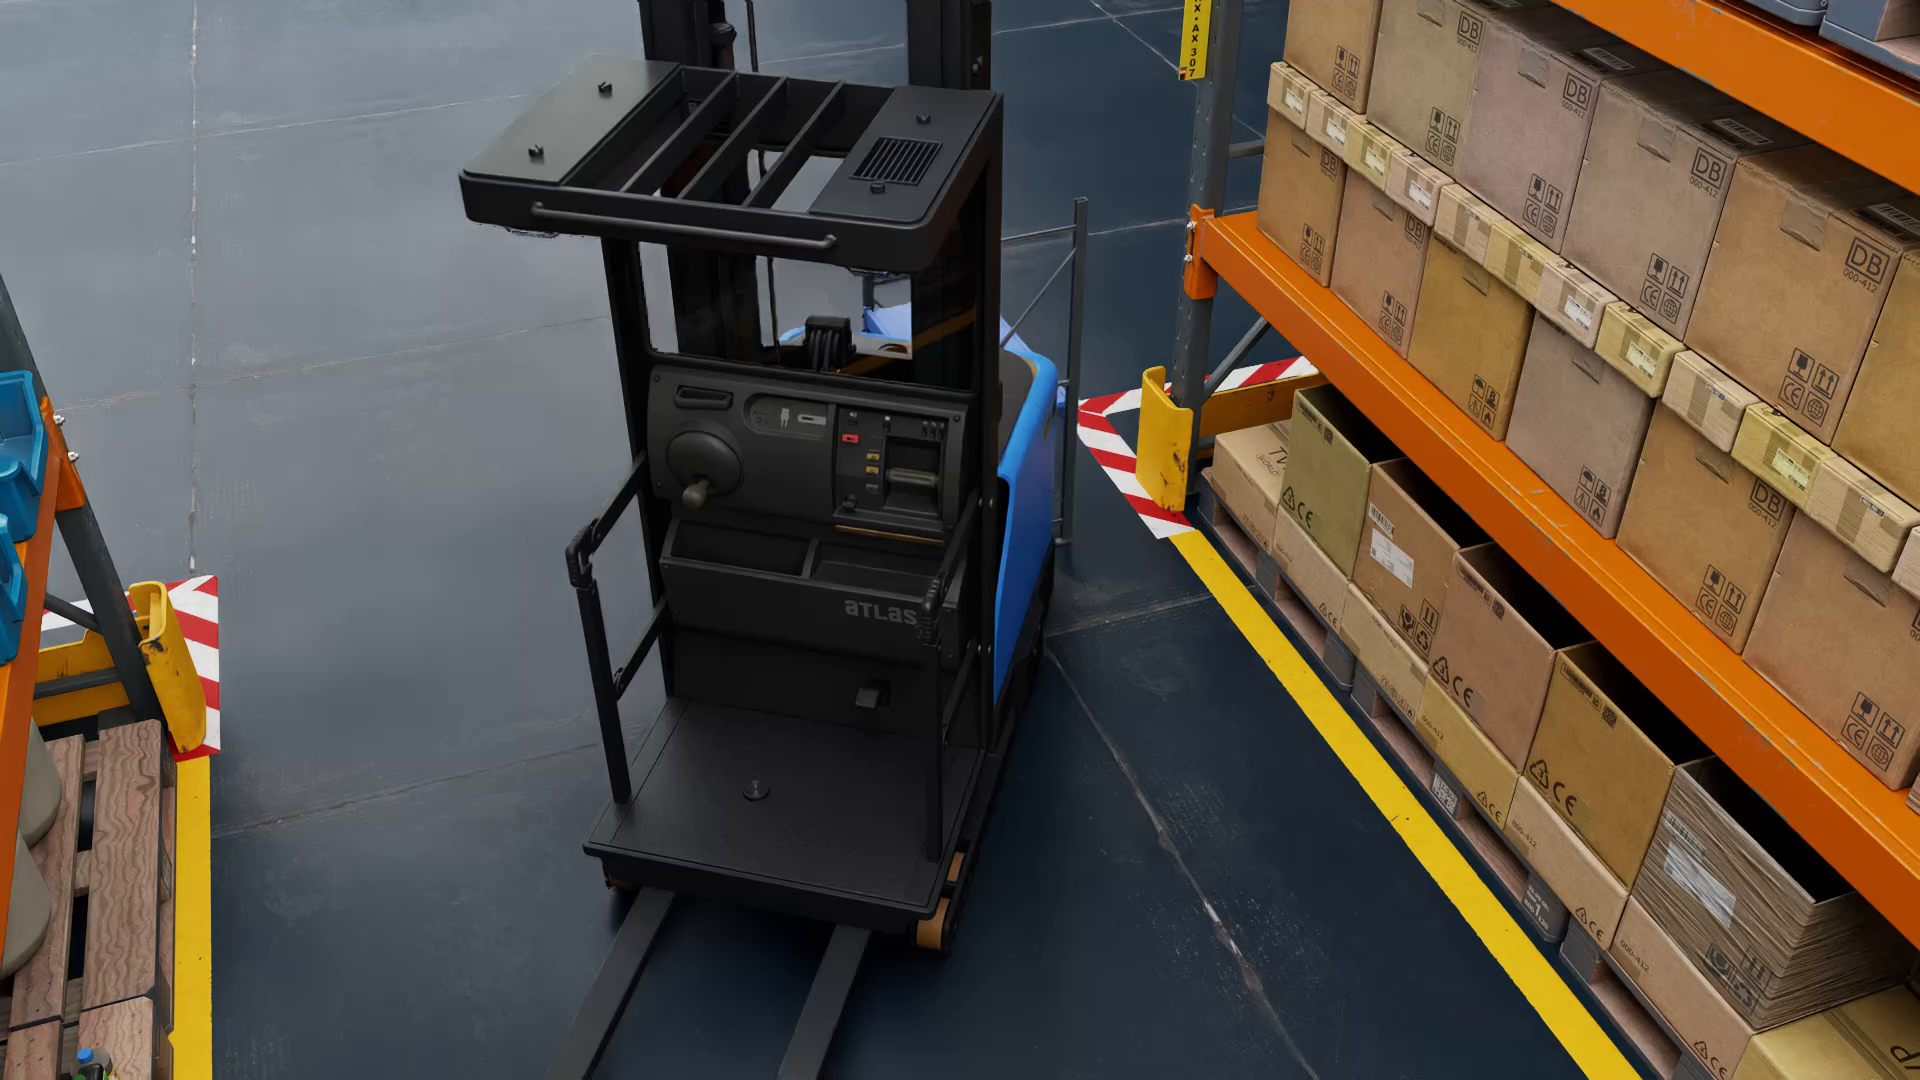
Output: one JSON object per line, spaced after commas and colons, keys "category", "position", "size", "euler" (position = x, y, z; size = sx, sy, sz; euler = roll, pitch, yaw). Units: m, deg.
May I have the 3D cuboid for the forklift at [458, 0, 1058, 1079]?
{"category": "forklift", "position": [-0.492, -0.176, 4.547], "size": [1.130, 2.935, 3.031], "euler": [8, 38, 11]}

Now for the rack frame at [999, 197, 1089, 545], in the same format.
{"category": "rack frame", "position": [0.216, -0.546, 6.229], "size": [0.500, 1.500, 0.032], "euler": [-14, 39, -18]}

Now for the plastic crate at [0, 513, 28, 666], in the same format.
{"category": "plastic crate", "position": [-2.633, 0.165, 4.162], "size": [0.499, 0.251, 0.408], "euler": [-12, 39, -16]}

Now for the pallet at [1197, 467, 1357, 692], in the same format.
{"category": "pallet", "position": [1.651, 0.030, 6.534], "size": [1.003, 0.211, 1.213], "euler": [-12, 39, -16]}

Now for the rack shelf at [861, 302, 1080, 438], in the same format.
{"category": "rack shelf", "position": [0.023, -0.686, 6.713], "size": [0.538, 0.185, 1.000], "euler": [-14, 39, -18]}

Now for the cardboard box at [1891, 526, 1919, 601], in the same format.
{"category": "cardboard box", "position": [2.254, 0.057, 3.559], "size": [0.380, 0.149, 0.250], "euler": [-14, 39, -17]}

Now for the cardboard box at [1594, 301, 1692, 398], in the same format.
{"category": "cardboard box", "position": [1.900, -0.522, 4.328], "size": [0.380, 0.149, 0.250], "euler": [-11, 38, -14]}

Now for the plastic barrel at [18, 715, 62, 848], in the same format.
{"category": "plastic barrel", "position": [-3.006, 0.699, 5.048], "size": [0.421, 0.512, 0.421], "euler": [0, 37, 0]}

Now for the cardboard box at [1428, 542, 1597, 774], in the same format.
{"category": "cardboard box", "position": [1.837, 0.321, 5.144], "size": [0.500, 0.500, 0.500], "euler": [-12, 39, -16]}

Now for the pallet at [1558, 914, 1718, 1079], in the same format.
{"category": "pallet", "position": [2.490, 1.409, 4.704], "size": [1.003, 0.211, 1.213], "euler": [-12, 39, -16]}

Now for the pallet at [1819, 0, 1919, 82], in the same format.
{"category": "pallet", "position": [2.407, -0.886, 3.014], "size": [1.003, 0.211, 1.213], "euler": [-12, 39, -16]}

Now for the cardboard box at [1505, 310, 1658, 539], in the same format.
{"category": "cardboard box", "position": [2.032, -0.406, 4.713], "size": [0.700, 0.500, 0.500], "euler": [-11, 38, -15]}

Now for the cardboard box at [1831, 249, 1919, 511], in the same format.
{"category": "cardboard box", "position": [2.391, -0.340, 3.547], "size": [0.700, 0.500, 0.500], "euler": [-13, 39, -16]}

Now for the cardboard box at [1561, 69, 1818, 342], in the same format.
{"category": "cardboard box", "position": [2.048, -0.905, 4.297], "size": [0.700, 0.500, 0.500], "euler": [-12, 39, -16]}

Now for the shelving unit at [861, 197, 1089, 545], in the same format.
{"category": "shelving unit", "position": [0.023, -0.829, 6.604], "size": [0.538, 1.500, 1.048], "euler": [-14, 39, -18]}

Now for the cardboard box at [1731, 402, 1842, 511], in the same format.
{"category": "cardboard box", "position": [2.081, -0.231, 3.941], "size": [0.380, 0.149, 0.250], "euler": [-13, 39, -16]}

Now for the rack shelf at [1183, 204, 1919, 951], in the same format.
{"category": "rack shelf", "position": [2.036, -0.090, 4.974], "size": [1.077, 0.370, 4.000], "euler": [-12, 39, -16]}

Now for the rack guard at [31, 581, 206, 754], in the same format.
{"category": "rack guard", "position": [-3.234, 0.548, 5.607], "size": [1.175, 0.500, 0.348], "euler": [-12, 39, -16]}

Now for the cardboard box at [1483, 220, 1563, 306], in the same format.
{"category": "cardboard box", "position": [1.726, -0.812, 4.713], "size": [0.380, 0.149, 0.250], "euler": [-13, 39, -17]}

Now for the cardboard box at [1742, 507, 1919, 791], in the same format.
{"category": "cardboard box", "position": [2.378, 0.167, 3.952], "size": [0.700, 0.500, 0.500], "euler": [-13, 39, -16]}

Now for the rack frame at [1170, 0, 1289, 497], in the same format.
{"category": "rack frame", "position": [1.348, -1.507, 6.257], "size": [1.000, 3.000, 0.127], "euler": [-12, 39, -16]}

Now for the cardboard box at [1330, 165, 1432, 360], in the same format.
{"category": "cardboard box", "position": [1.682, -0.985, 5.481], "size": [0.700, 0.500, 0.500], "euler": [-11, 38, -15]}

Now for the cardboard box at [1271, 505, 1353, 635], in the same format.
{"category": "cardboard box", "position": [1.499, 0.054, 6.121], "size": [0.500, 0.250, 0.500], "euler": [-12, 39, -16]}

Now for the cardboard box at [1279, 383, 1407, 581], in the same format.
{"category": "cardboard box", "position": [1.498, -0.245, 5.895], "size": [0.500, 0.500, 0.500], "euler": [-12, 39, -16]}

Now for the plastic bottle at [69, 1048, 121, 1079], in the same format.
{"category": "plastic bottle", "position": [-2.260, 1.405, 4.351], "size": [0.097, 0.201, 0.097], "euler": [0, 37, 0]}

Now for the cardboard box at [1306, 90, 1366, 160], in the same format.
{"category": "cardboard box", "position": [1.374, -1.391, 5.481], "size": [0.380, 0.149, 0.250], "euler": [-13, 39, -17]}

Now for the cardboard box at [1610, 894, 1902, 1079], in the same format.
{"category": "cardboard box", "position": [2.197, 1.182, 4.624], "size": [0.500, 0.250, 0.500], "euler": [-12, 39, -16]}

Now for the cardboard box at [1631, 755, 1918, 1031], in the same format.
{"category": "cardboard box", "position": [2.199, 0.882, 4.399], "size": [0.500, 0.500, 0.500], "euler": [-12, 39, -16]}

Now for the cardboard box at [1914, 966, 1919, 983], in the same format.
{"category": "cardboard box", "position": [2.859, 1.057, 4.167], "size": [0.500, 0.500, 0.500], "euler": [-12, 39, -16]}

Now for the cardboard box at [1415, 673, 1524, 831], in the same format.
{"category": "cardboard box", "position": [1.838, 0.620, 5.369], "size": [0.500, 0.250, 0.500], "euler": [-12, 39, -16]}

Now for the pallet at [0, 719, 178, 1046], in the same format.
{"category": "pallet", "position": [-2.959, 1.124, 5.083], "size": [1.003, 0.211, 1.213], "euler": [-12, 39, -16]}

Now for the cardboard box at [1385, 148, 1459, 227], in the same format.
{"category": "cardboard box", "position": [1.544, -1.107, 5.104], "size": [0.380, 0.149, 0.250], "euler": [-13, 39, -17]}

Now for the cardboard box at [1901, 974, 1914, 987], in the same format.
{"category": "cardboard box", "position": [2.682, 1.075, 4.766], "size": [0.500, 0.250, 0.500], "euler": [-12, 39, -16]}

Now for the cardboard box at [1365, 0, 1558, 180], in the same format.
{"category": "cardboard box", "position": [1.701, -1.473, 5.051], "size": [0.700, 0.500, 0.500], "euler": [-13, 39, -17]}
